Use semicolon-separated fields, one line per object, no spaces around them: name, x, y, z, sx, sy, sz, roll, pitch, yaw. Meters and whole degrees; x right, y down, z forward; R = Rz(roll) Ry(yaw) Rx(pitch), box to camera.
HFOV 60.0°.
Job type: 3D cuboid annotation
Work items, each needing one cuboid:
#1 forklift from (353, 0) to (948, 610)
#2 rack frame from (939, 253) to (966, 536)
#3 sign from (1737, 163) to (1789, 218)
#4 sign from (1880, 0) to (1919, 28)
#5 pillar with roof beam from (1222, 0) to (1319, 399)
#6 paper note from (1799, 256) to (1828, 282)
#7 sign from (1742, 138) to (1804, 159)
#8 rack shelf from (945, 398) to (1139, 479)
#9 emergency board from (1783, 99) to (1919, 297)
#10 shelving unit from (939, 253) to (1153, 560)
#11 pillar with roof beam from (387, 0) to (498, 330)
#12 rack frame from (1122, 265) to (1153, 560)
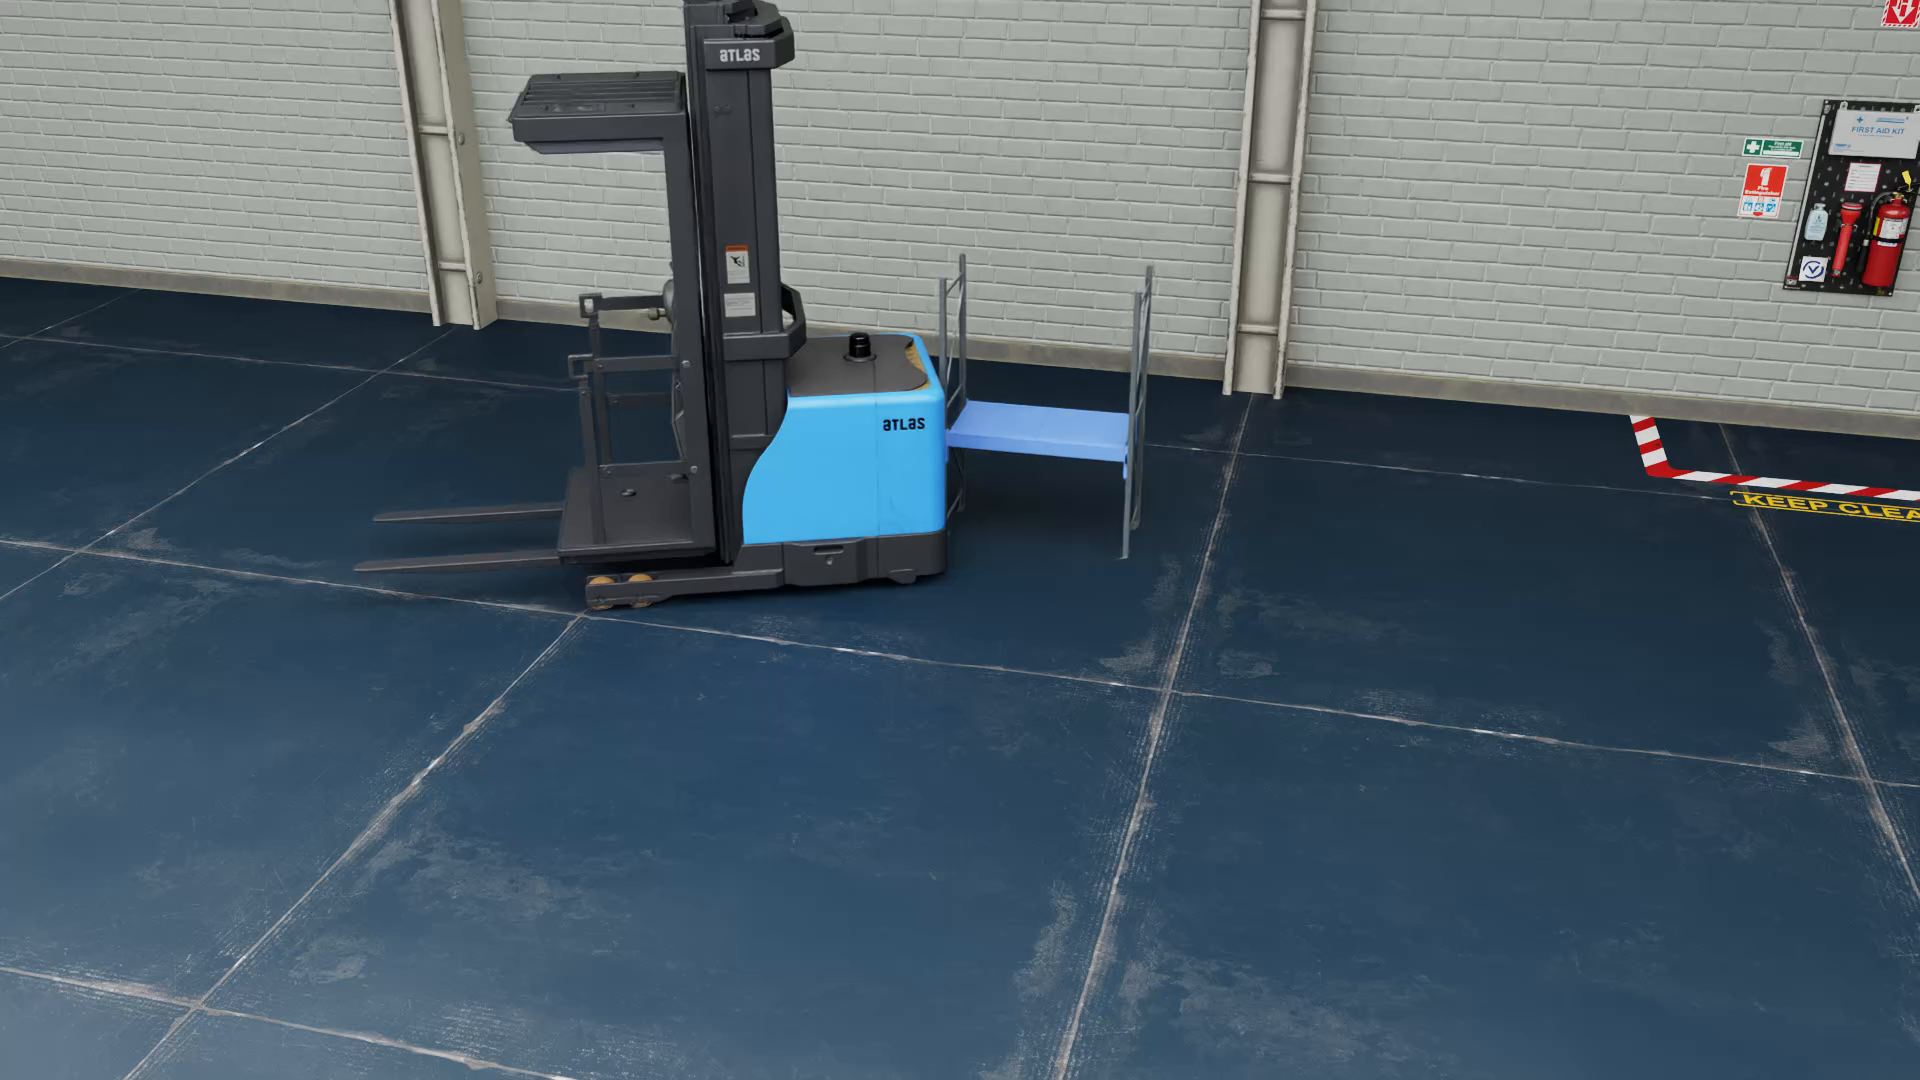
forklift;-1.626;-1.209;8.380;3.031;2.935;1.130;-4;26;-8
rack frame;-0.038;-0.777;9.136;0.032;1.500;0.500;6;26;12
sign;4.938;-2.148;10.230;0.234;0.329;0.001;6;26;13
sign;5.464;-3.118;9.614;0.199;0.298;0.001;6;26;13
pillar with roof beam;0.948;-3.308;5.729;0.400;9.000;9.100;6;26;13
paper note;5.293;-1.679;10.312;0.142;0.148;0.016;6;26;13
sign;4.940;-2.383;10.107;0.331;0.109;0.001;6;26;13
rack shelf;0.457;-0.564;9.109;1.000;0.185;0.538;6;26;12
emergency board;5.447;-2.029;10.023;0.643;1.169;0.194;6;26;13
shelving unit;0.457;-0.727;9.032;1.048;1.500;0.538;6;26;12
pillar with roof beam;-4.863;-3.950;7.078;0.400;9.000;9.100;6;26;13
rack frame;0.952;-0.677;8.927;0.032;1.500;0.500;6;26;12
